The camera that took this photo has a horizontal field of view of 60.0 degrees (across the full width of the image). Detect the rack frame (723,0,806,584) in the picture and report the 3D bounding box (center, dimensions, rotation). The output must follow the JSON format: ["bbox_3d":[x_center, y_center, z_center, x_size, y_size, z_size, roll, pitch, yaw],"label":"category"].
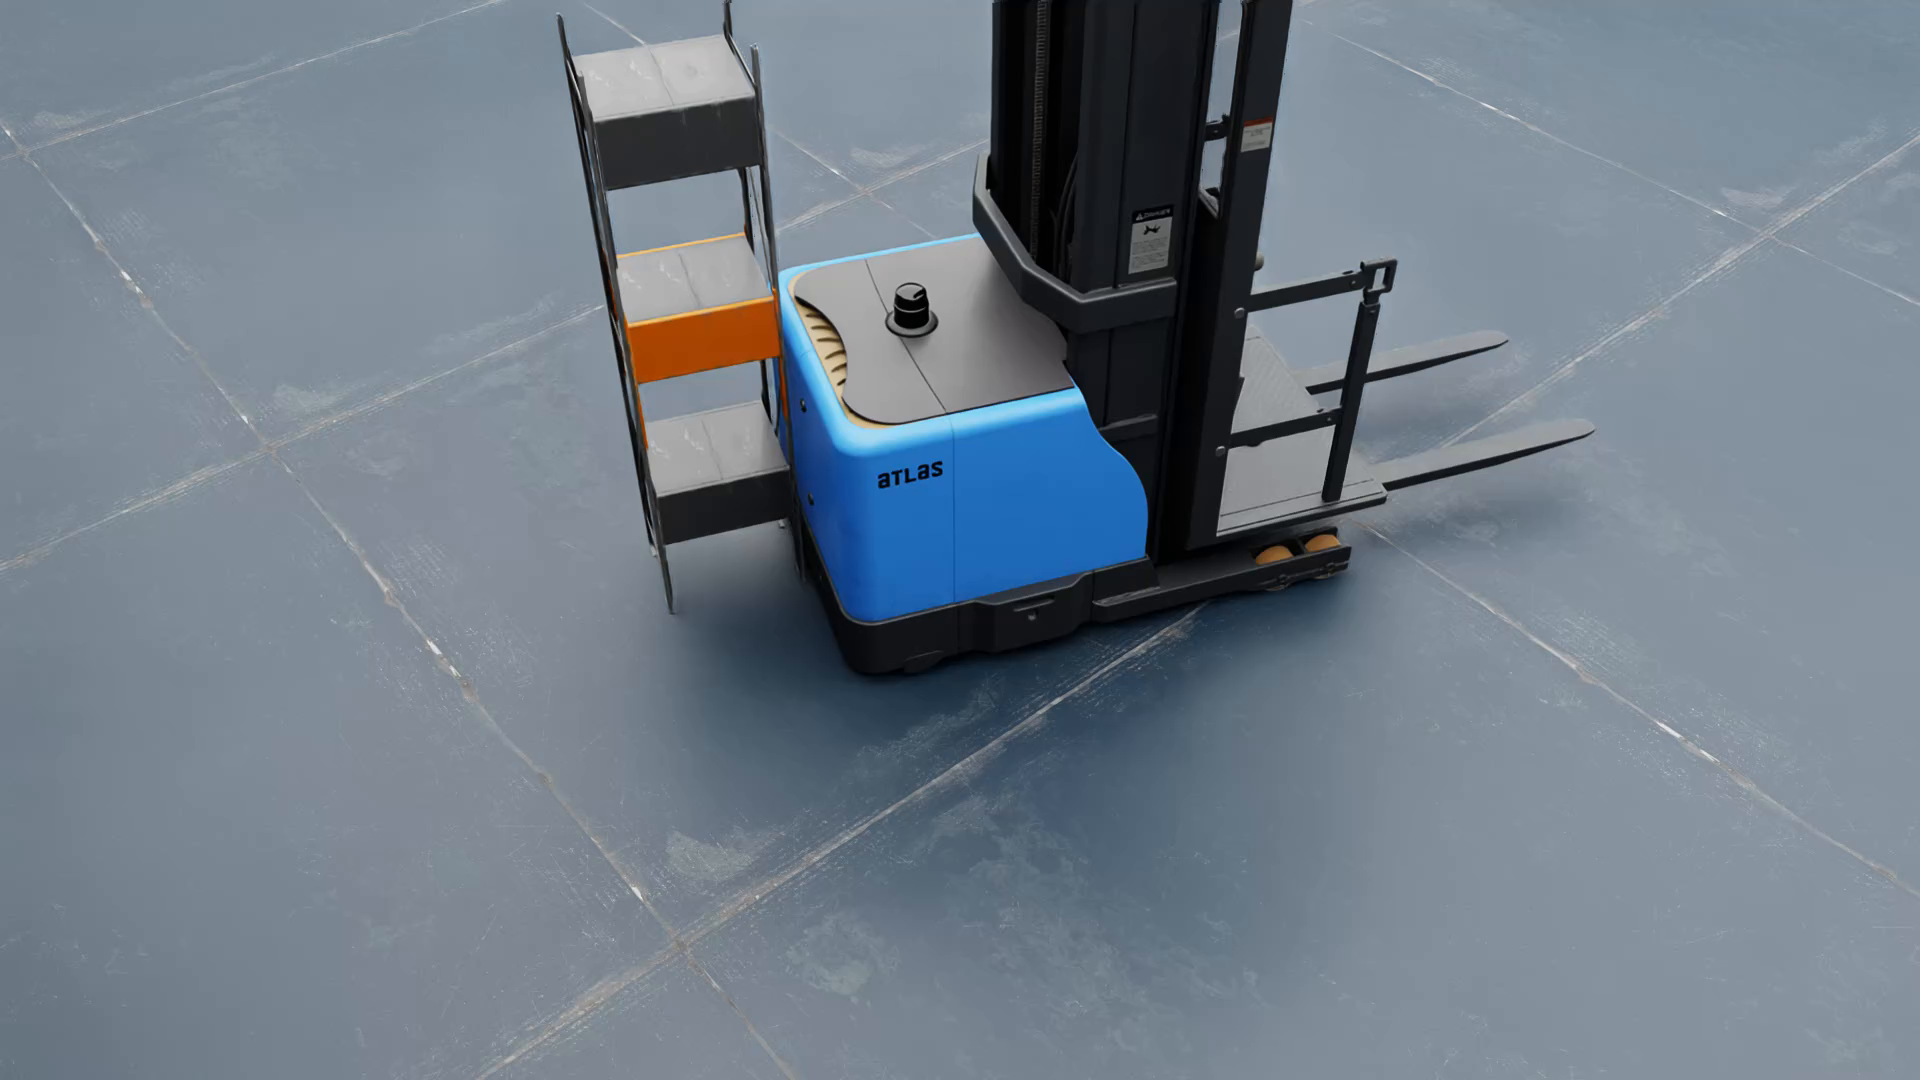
[{"bbox_3d":[-0.635,-0.736,5.499,0.015,2.100,0.400,-13,45,-14],"label":"rack frame"}]

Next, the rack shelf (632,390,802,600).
[{"bbox_3d":[-0.866,-0.162,5.931,0.480,0.518,0.431,-13,45,-14],"label":"rack shelf"}]

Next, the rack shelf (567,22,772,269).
[{"bbox_3d":[-0.866,-1.182,4.972,0.480,0.518,0.431,-13,45,-14],"label":"rack shelf"}]

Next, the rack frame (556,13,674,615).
[{"bbox_3d":[-1.097,-0.628,5.385,0.015,2.100,0.400,-13,45,-14],"label":"rack frame"}]

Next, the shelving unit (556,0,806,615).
[{"bbox_3d":[-0.866,-0.682,5.442,0.503,2.100,0.431,-13,45,-14],"label":"shelving unit"}]

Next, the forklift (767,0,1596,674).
[{"bbox_3d":[0.900,-1.214,5.401,3.031,2.935,1.130,-13,45,-14],"label":"forklift"}]

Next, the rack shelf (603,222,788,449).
[{"bbox_3d":[-0.866,-0.672,5.452,0.480,0.518,0.431,-13,45,-14],"label":"rack shelf"}]
